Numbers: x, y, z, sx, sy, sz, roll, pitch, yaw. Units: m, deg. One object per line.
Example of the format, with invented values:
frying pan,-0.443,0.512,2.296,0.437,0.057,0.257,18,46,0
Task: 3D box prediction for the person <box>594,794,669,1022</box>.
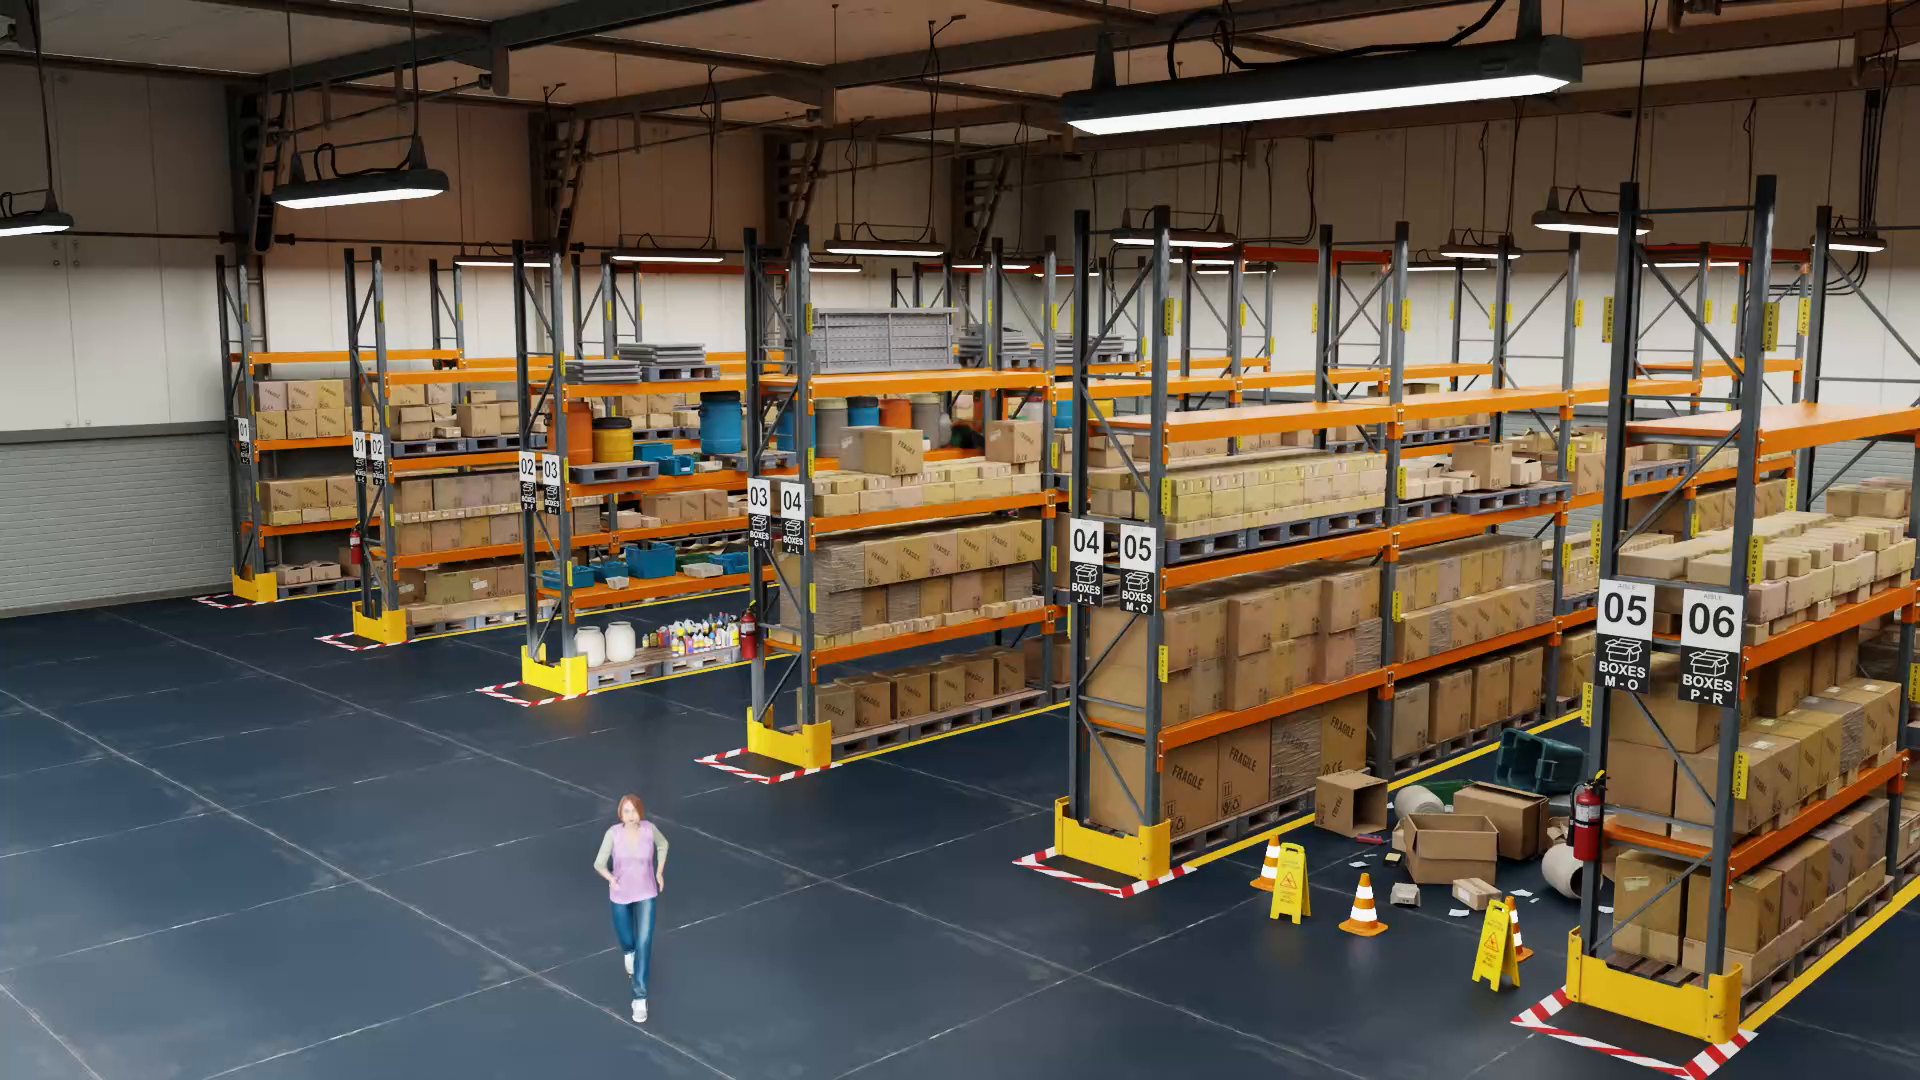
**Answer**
person,-2.419,2.642,12.299,0.545,1.592,0.884,-2,8,-11
